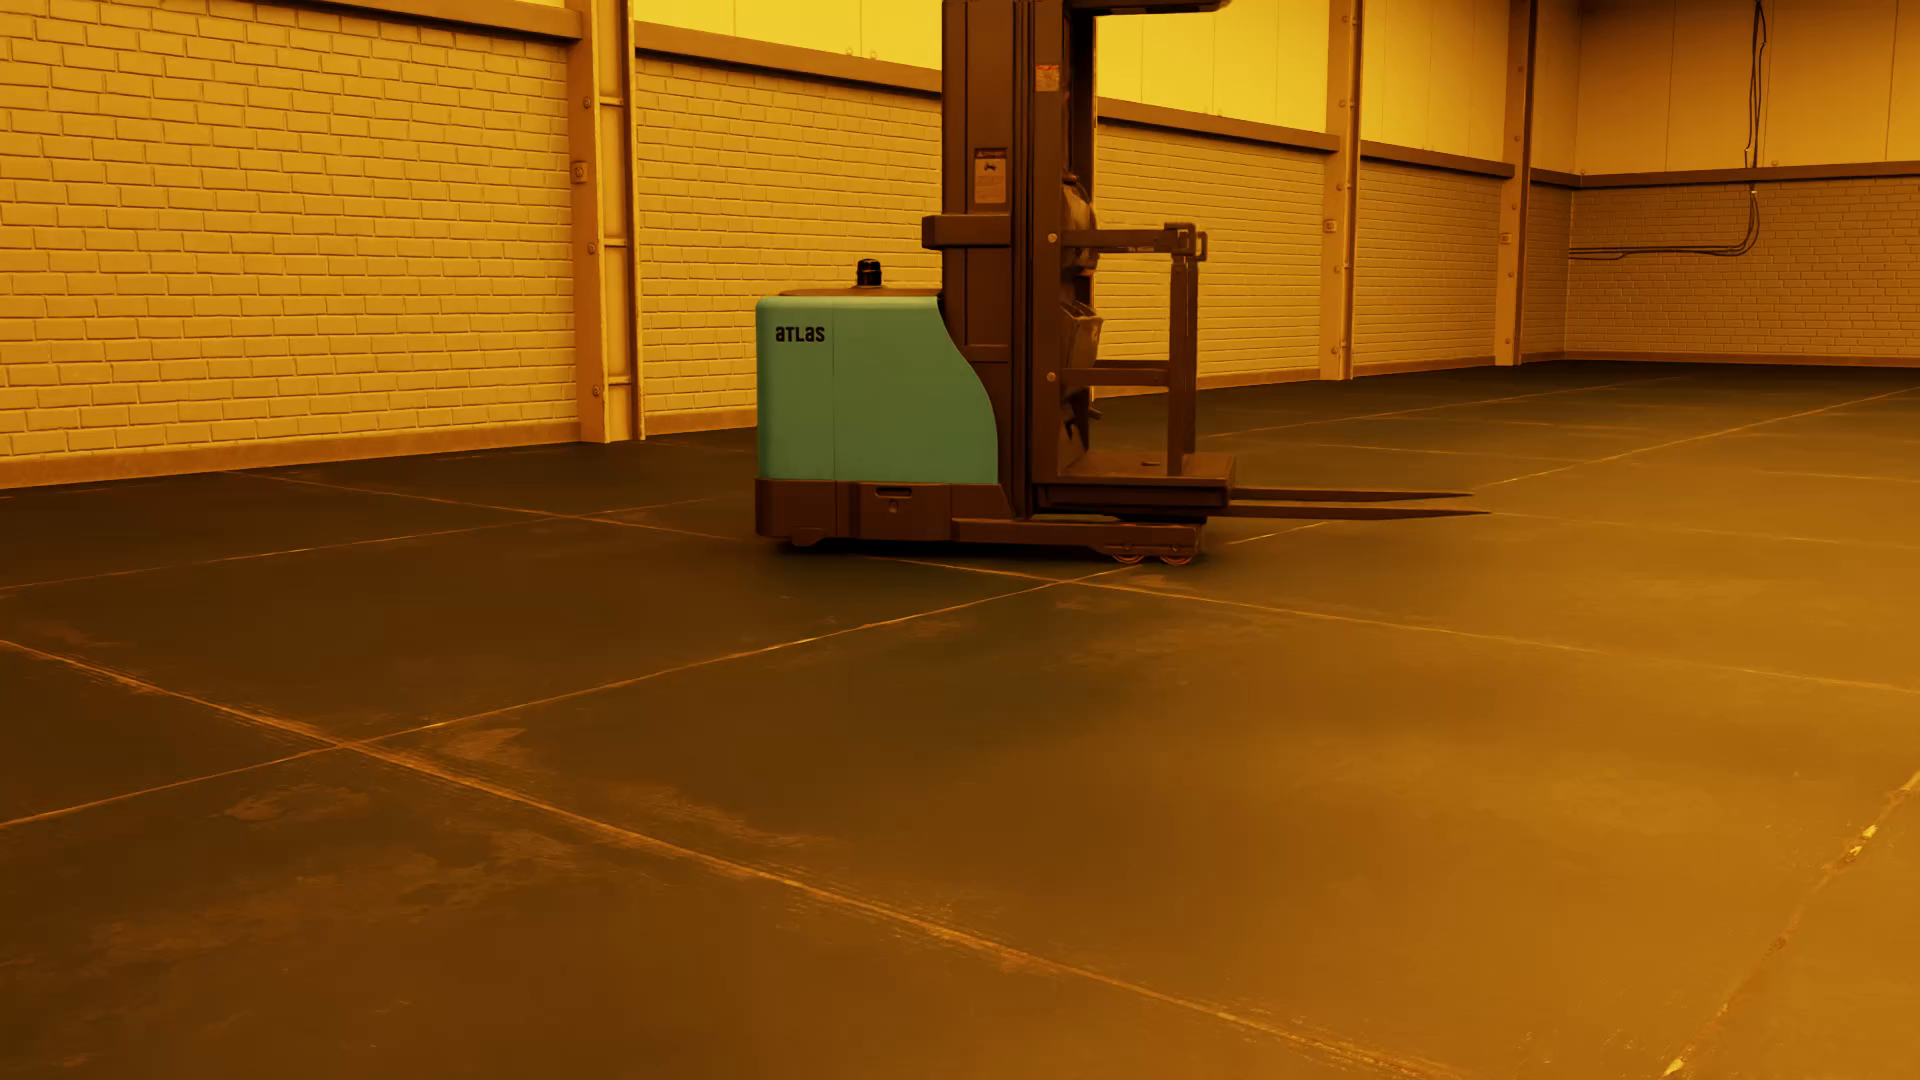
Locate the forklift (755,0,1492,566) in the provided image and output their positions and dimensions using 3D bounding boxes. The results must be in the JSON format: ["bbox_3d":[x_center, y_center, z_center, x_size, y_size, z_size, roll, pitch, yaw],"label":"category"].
[{"bbox_3d":[0.697,-1.431,7.058,3.031,2.935,1.130,2,8,11],"label":"forklift"}]
